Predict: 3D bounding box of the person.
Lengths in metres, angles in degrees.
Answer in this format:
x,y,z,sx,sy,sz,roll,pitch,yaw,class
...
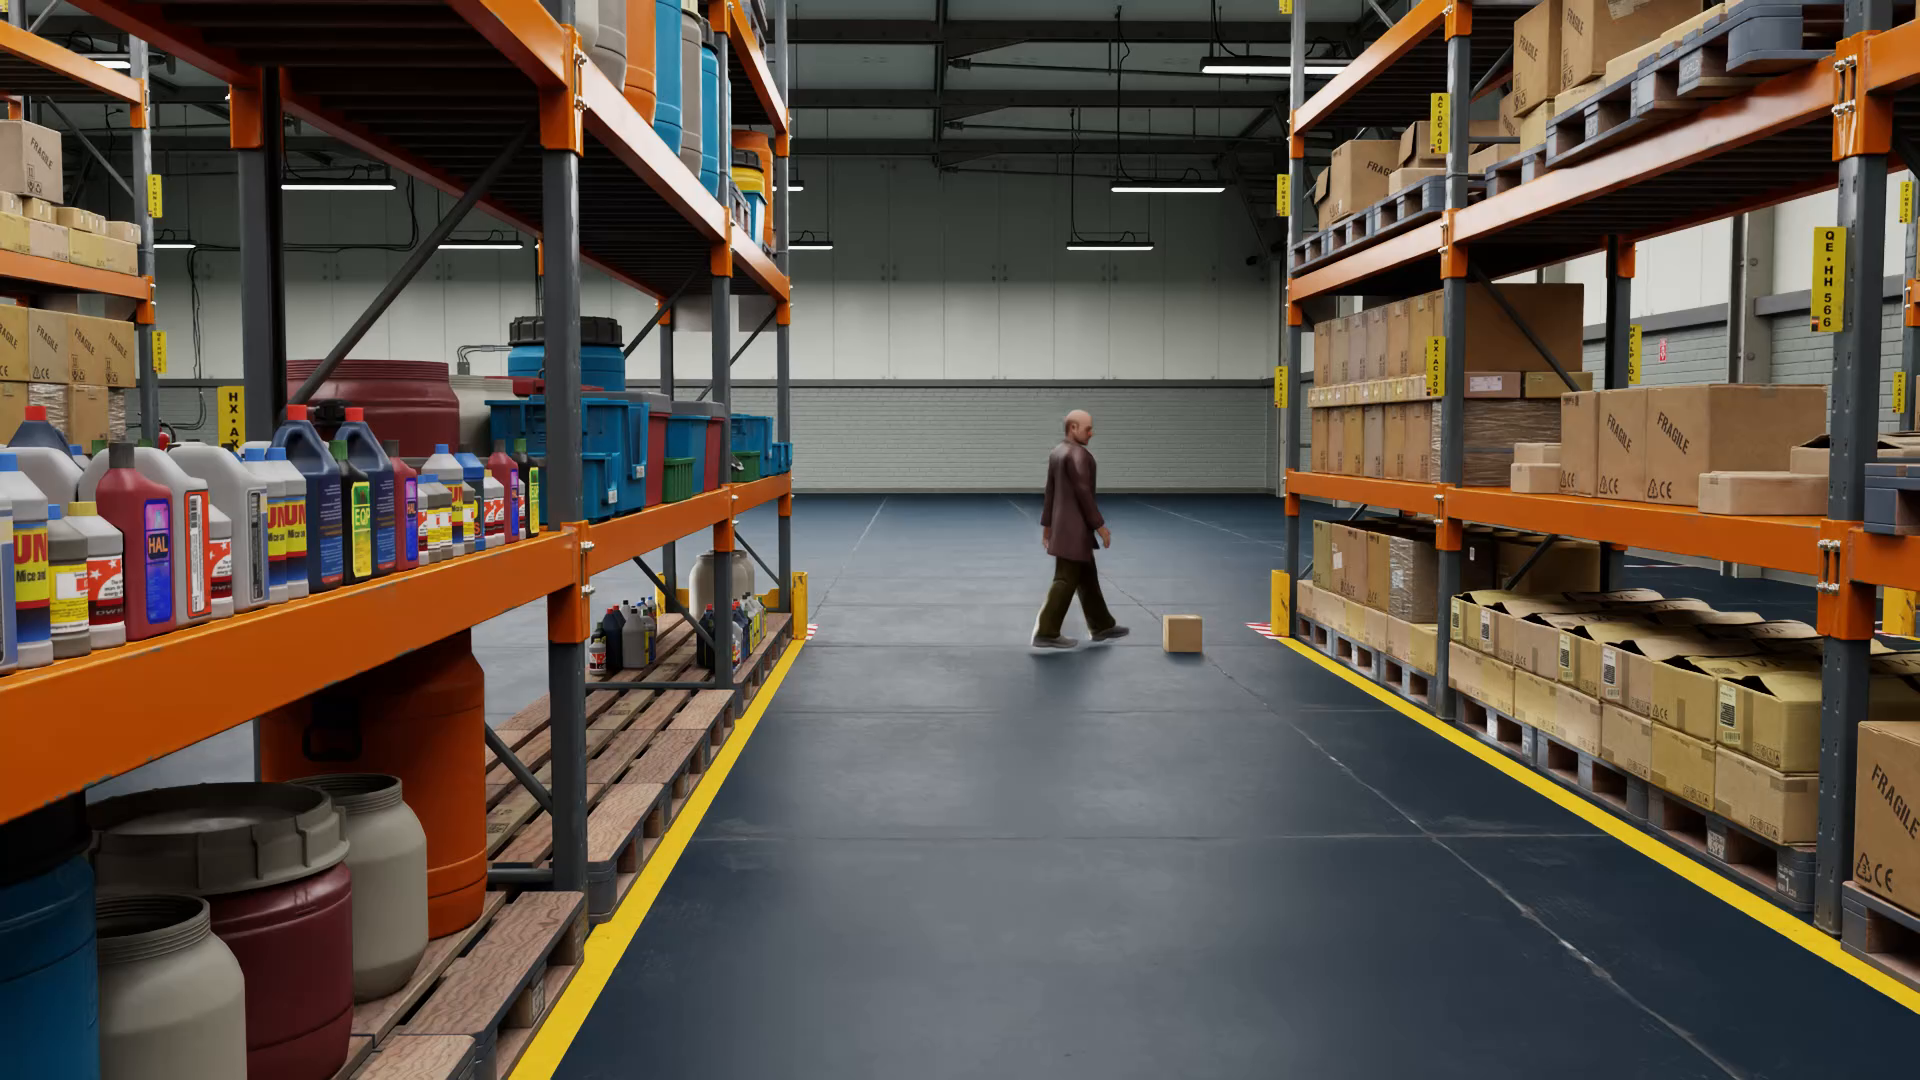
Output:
x,y,z,sx,sy,sz,roll,pitch,yaw,class
0.928,-0.084,12.312,0.893,1.753,0.626,-1,4,-13,person
